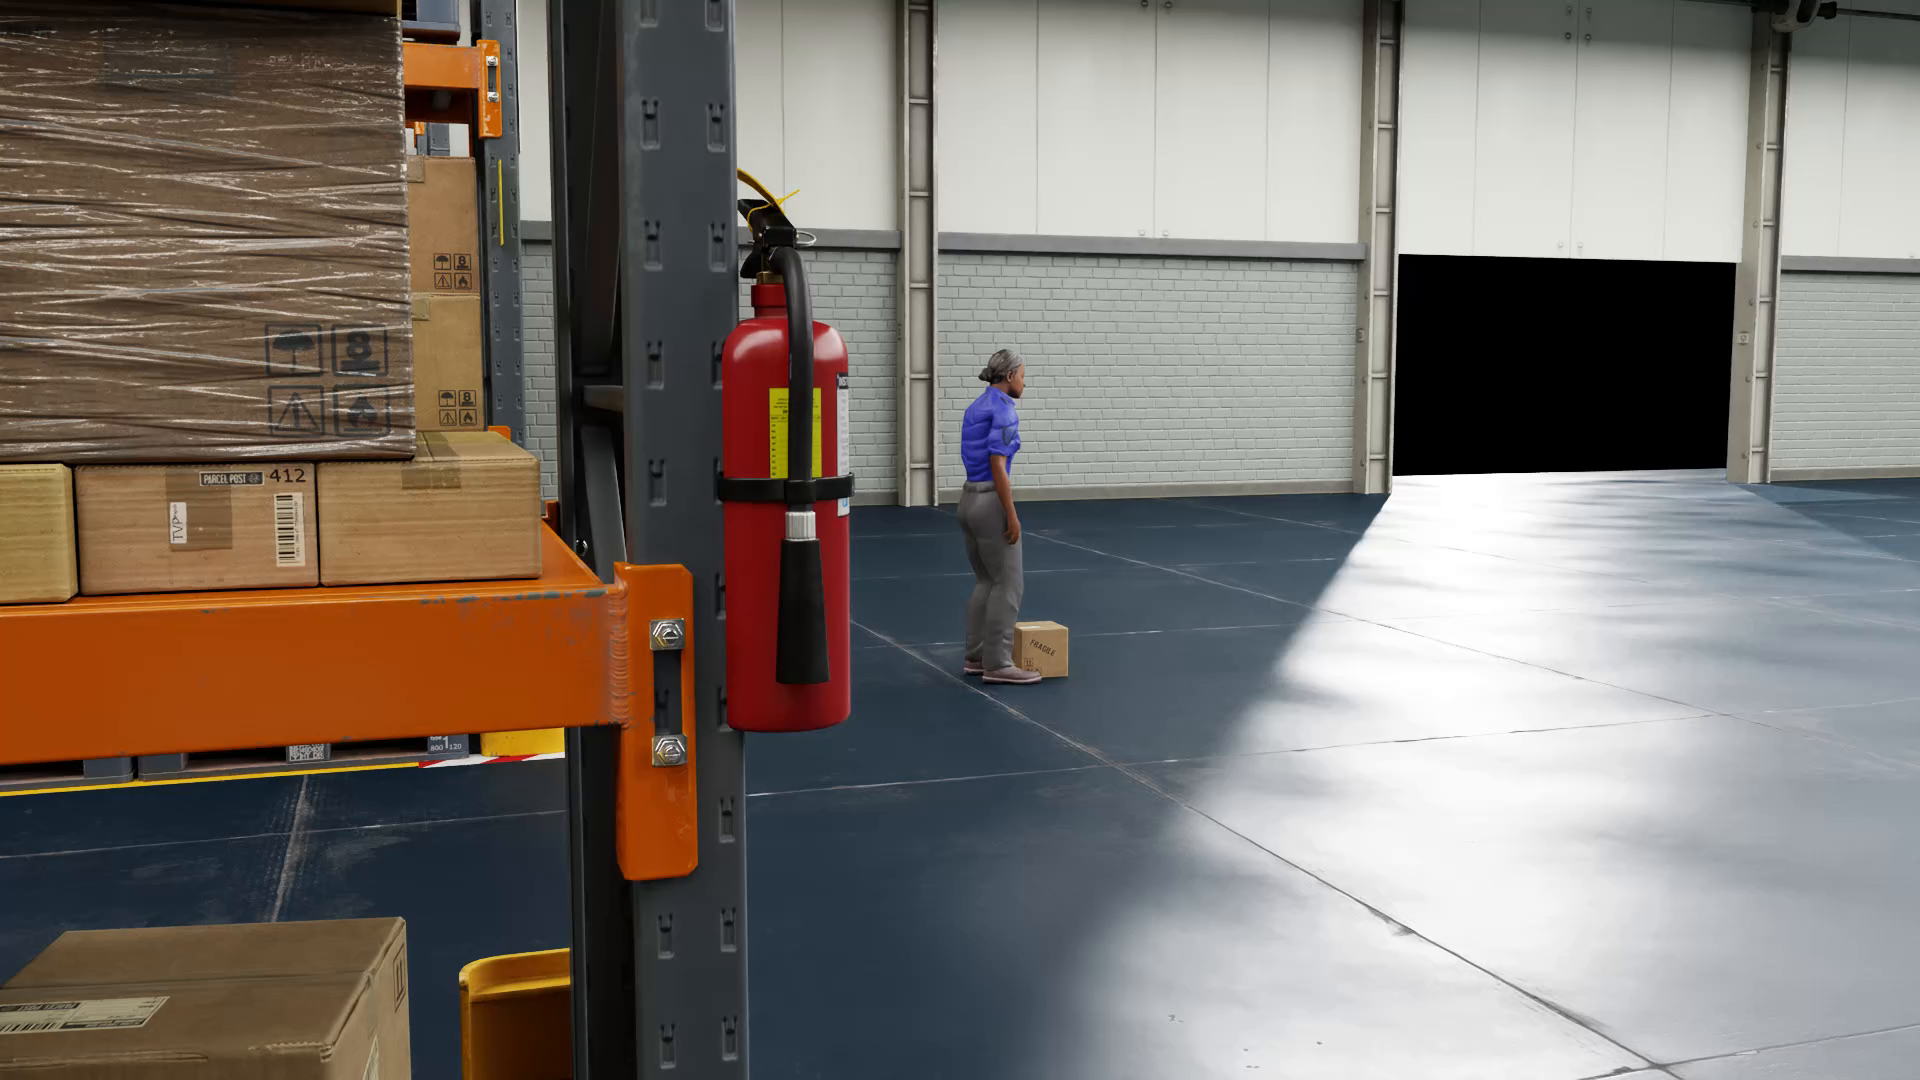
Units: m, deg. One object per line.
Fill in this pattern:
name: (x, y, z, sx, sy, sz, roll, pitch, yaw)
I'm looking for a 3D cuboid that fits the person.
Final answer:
person: (0.175, -0.128, 8.340, 0.350, 1.654, 0.503, -2, 6, -19)
